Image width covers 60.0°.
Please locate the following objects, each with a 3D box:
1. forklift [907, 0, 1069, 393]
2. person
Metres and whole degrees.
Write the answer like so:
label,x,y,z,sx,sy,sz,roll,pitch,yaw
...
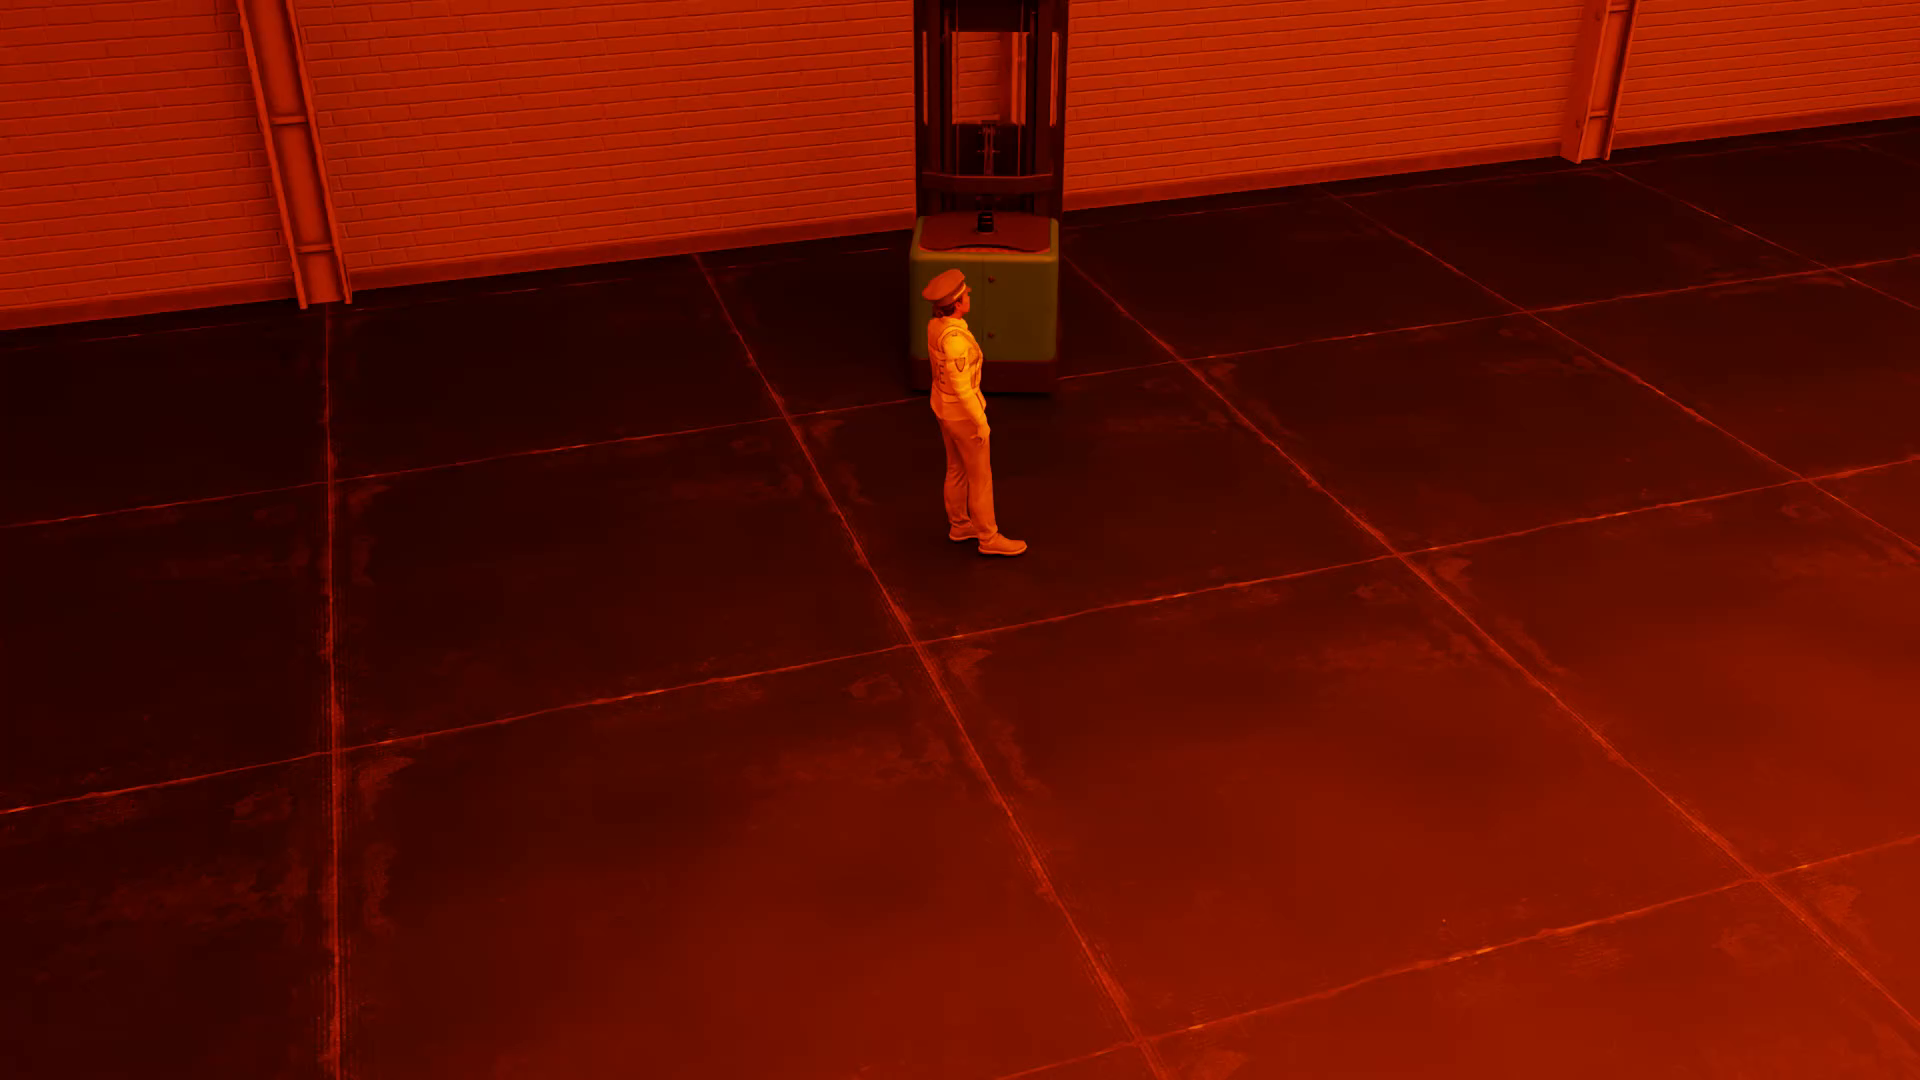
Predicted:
label,x,y,z,sx,sy,sz,roll,pitch,yaw
forklift,0.230,-3.005,12.310,1.130,2.935,3.031,1,30,2
person,0.066,-0.749,9.613,0.534,1.696,0.587,-10,31,-16
